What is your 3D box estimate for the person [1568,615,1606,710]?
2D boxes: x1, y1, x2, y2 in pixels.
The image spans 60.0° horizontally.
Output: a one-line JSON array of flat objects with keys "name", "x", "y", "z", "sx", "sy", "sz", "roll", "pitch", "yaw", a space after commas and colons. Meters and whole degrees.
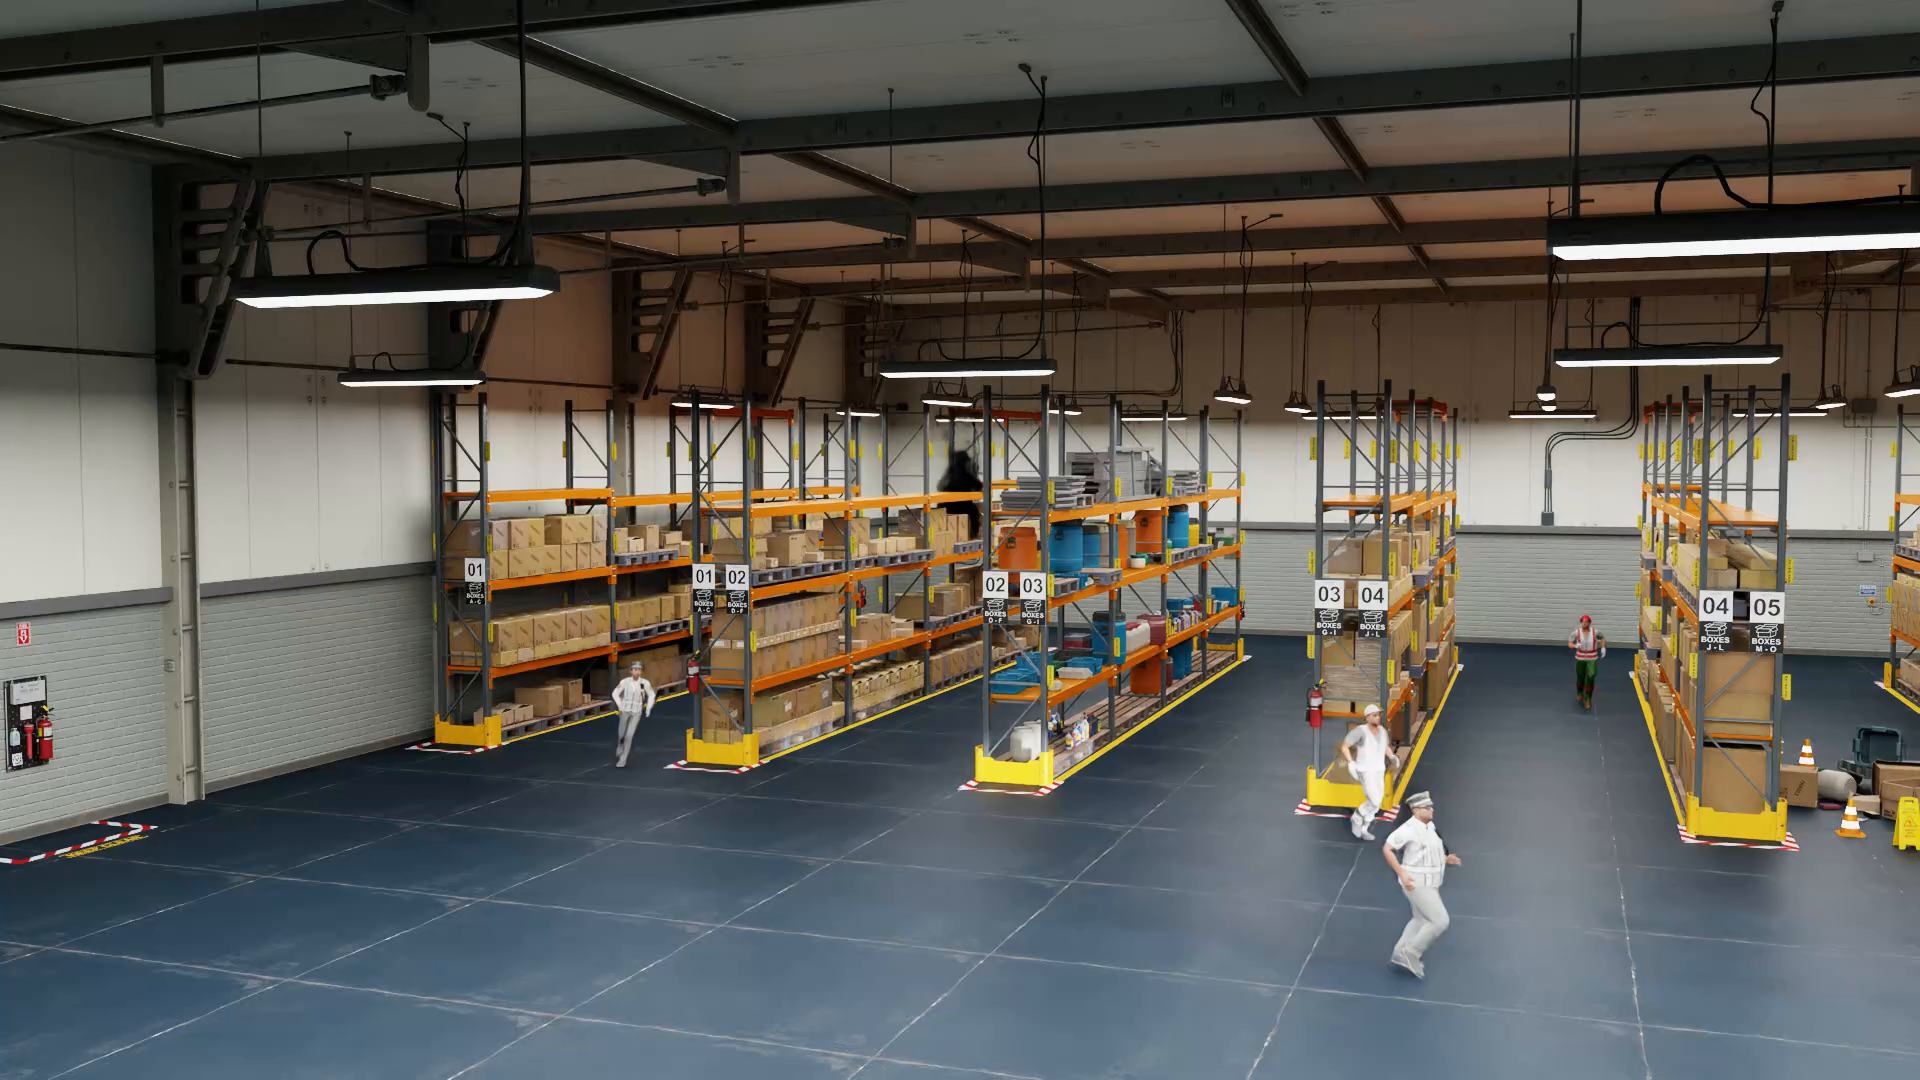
[{"name": "person", "x": 12.287, "y": 2.371, "z": 32.604, "sx": 0.673, "sy": 1.831, "sz": 0.929, "roll": 1, "pitch": 3, "yaw": 24}]

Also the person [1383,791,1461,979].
[{"name": "person", "x": 4.438, "y": 3.275, "z": 15.835, "sx": 0.667, "sy": 1.775, "sz": 0.637, "roll": 2, "pitch": 4, "yaw": 35}]

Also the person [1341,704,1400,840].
[{"name": "person", "x": 5.314, "y": 2.984, "z": 21.322, "sx": 0.663, "sy": 1.749, "sz": 0.572, "roll": -2, "pitch": 4, "yaw": -31}]

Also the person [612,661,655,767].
[{"name": "person", "x": -5.244, "y": 2.755, "z": 26.631, "sx": 0.646, "sy": 1.646, "sz": 0.845, "roll": 0, "pitch": 3, "yaw": -6}]
